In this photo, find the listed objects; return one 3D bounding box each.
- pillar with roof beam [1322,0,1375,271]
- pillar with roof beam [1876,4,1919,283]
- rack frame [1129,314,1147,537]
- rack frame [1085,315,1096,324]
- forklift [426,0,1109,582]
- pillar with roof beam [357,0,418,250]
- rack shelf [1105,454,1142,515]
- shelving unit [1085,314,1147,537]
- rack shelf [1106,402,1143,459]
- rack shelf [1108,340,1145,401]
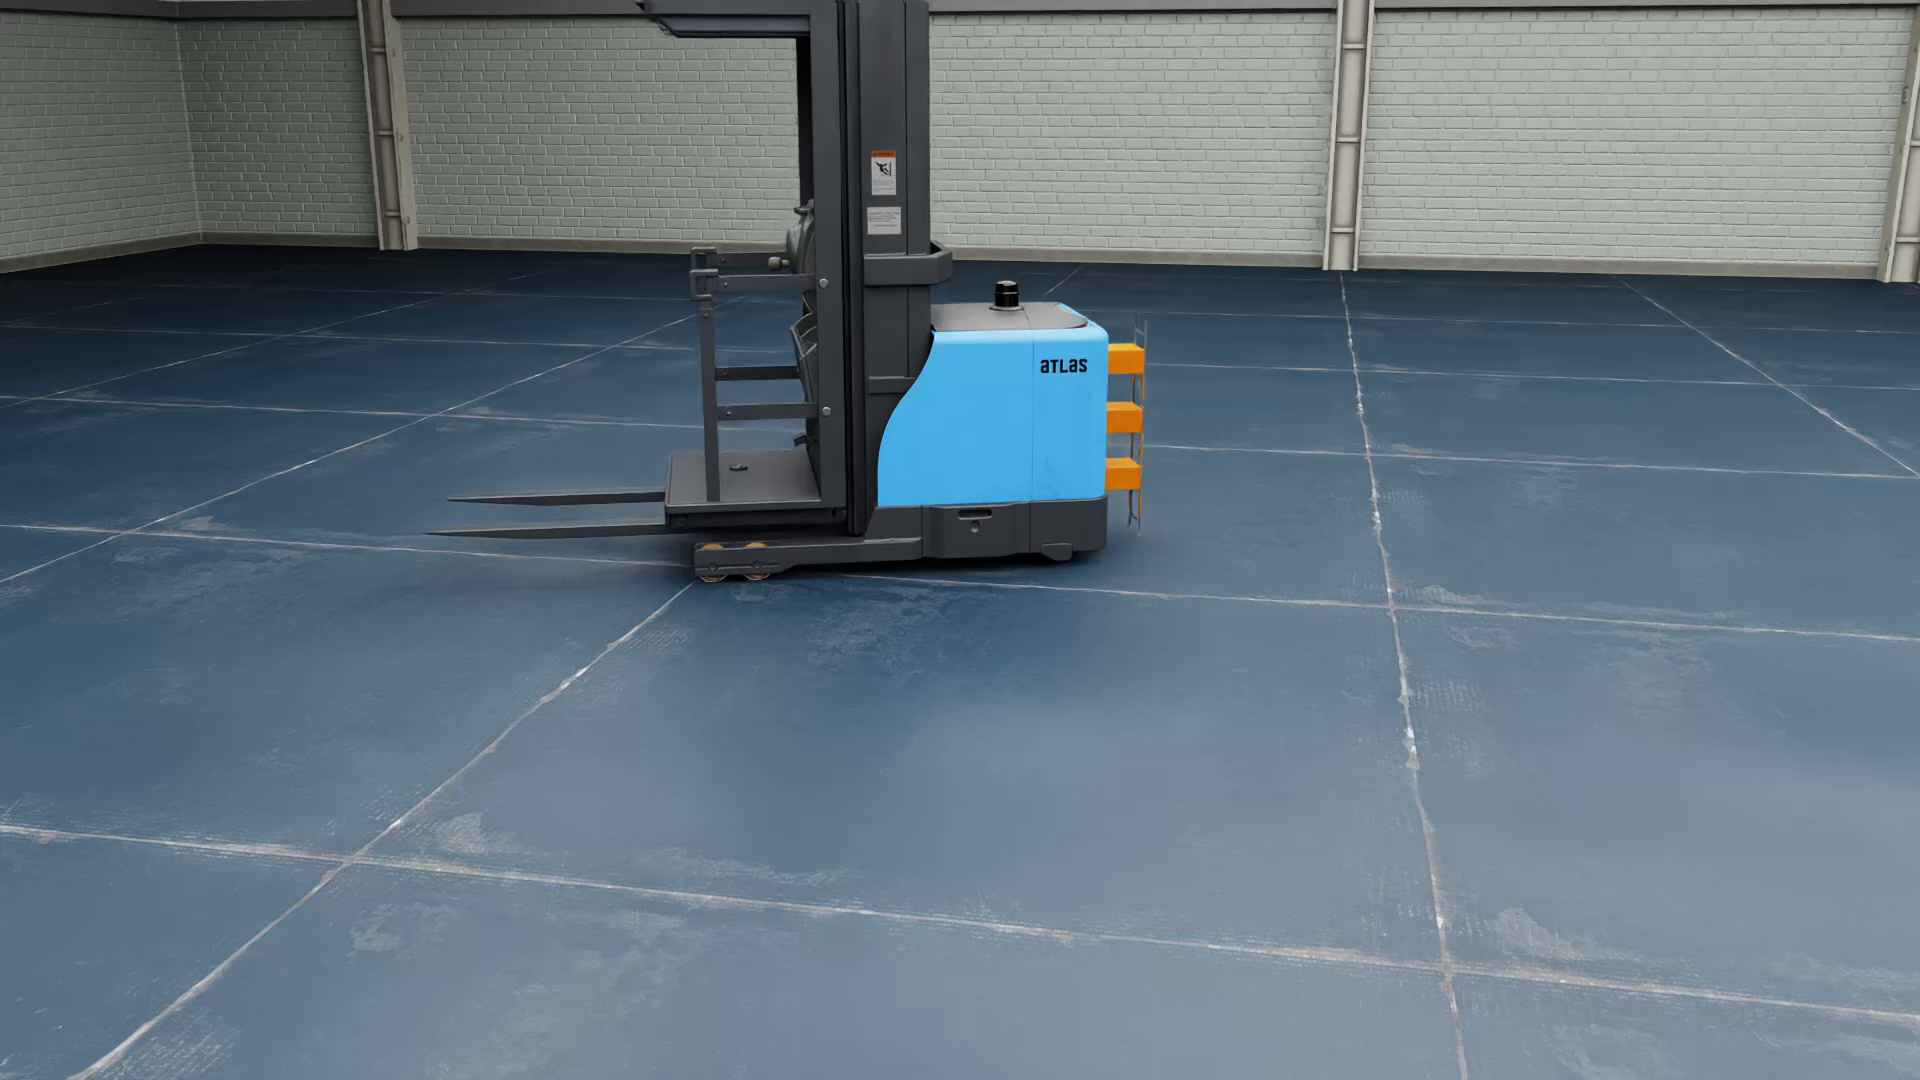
[{"bbox_3d":[3.579,-6.376,14.151,0.400,9.000,9.100,3,16,11],"label":"pillar with roof beam"},{"bbox_3d":[9.459,-6.056,12.999,0.400,9.000,9.100,3,16,11],"label":"pillar with roof beam"},{"bbox_3d":[0.855,-0.549,8.006,0.008,1.050,0.200,-2,16,-8],"label":"rack frame"},{"bbox_3d":[0.614,-0.539,7.971,0.008,1.050,0.200,-2,16,-8],"label":"rack frame"},{"bbox_3d":[-0.887,-1.377,7.473,3.031,2.935,1.130,-2,16,-8],"label":"forklift"},{"bbox_3d":[-8.180,-7.014,16.456,0.400,9.000,9.100,3,16,11],"label":"pillar with roof beam"},{"bbox_3d":[0.735,-0.266,8.066,0.240,0.259,0.215,-2,16,-8],"label":"rack shelf"},{"bbox_3d":[0.735,-0.544,7.989,0.252,1.050,0.215,-2,16,-8],"label":"shelving unit"},{"bbox_3d":[0.735,-0.534,7.991,0.240,0.259,0.215,-2,16,-8],"label":"rack shelf"},{"bbox_3d":[0.735,-0.807,7.916,0.240,0.259,0.215,-2,16,-8],"label":"rack shelf"}]
